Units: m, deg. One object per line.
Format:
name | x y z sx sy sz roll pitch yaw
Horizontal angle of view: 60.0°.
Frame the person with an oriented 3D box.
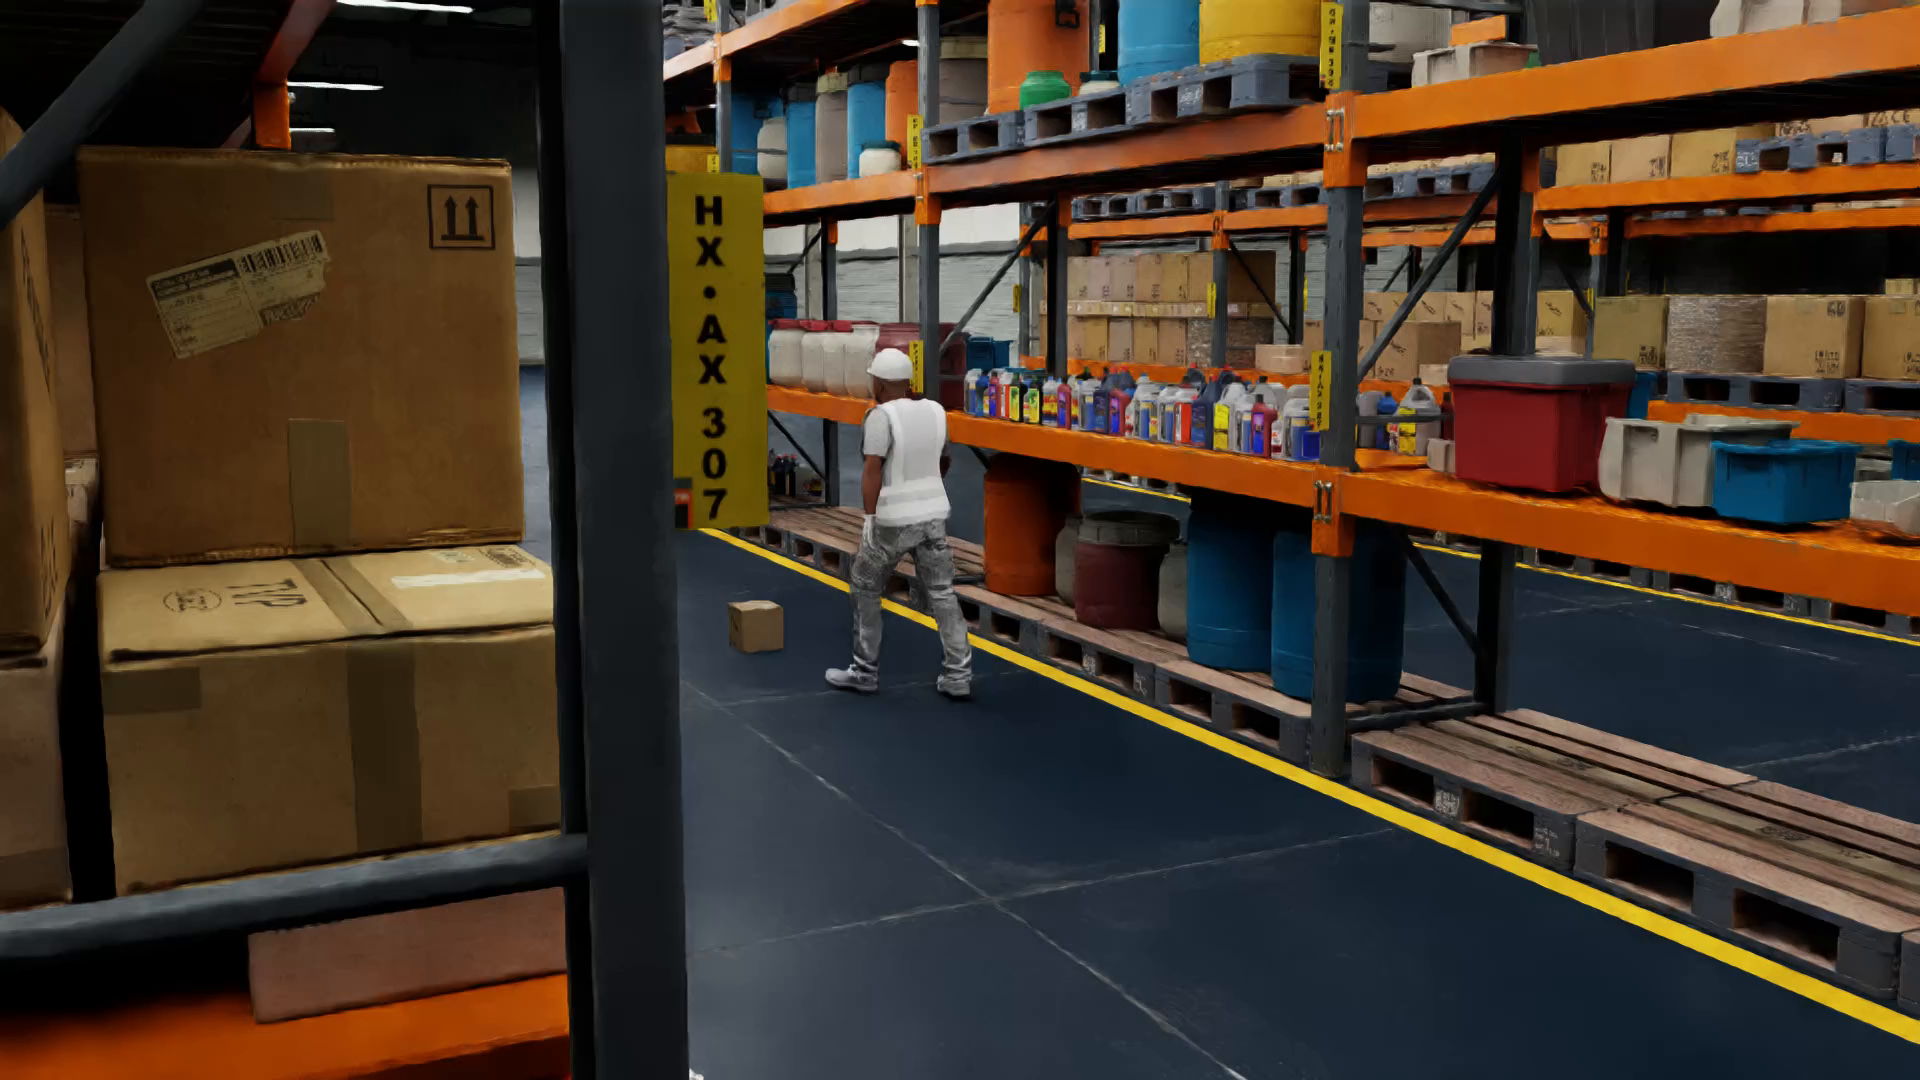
person | -0.279 -0.114 8.417 0.681 1.698 0.702 -7 11 -40
